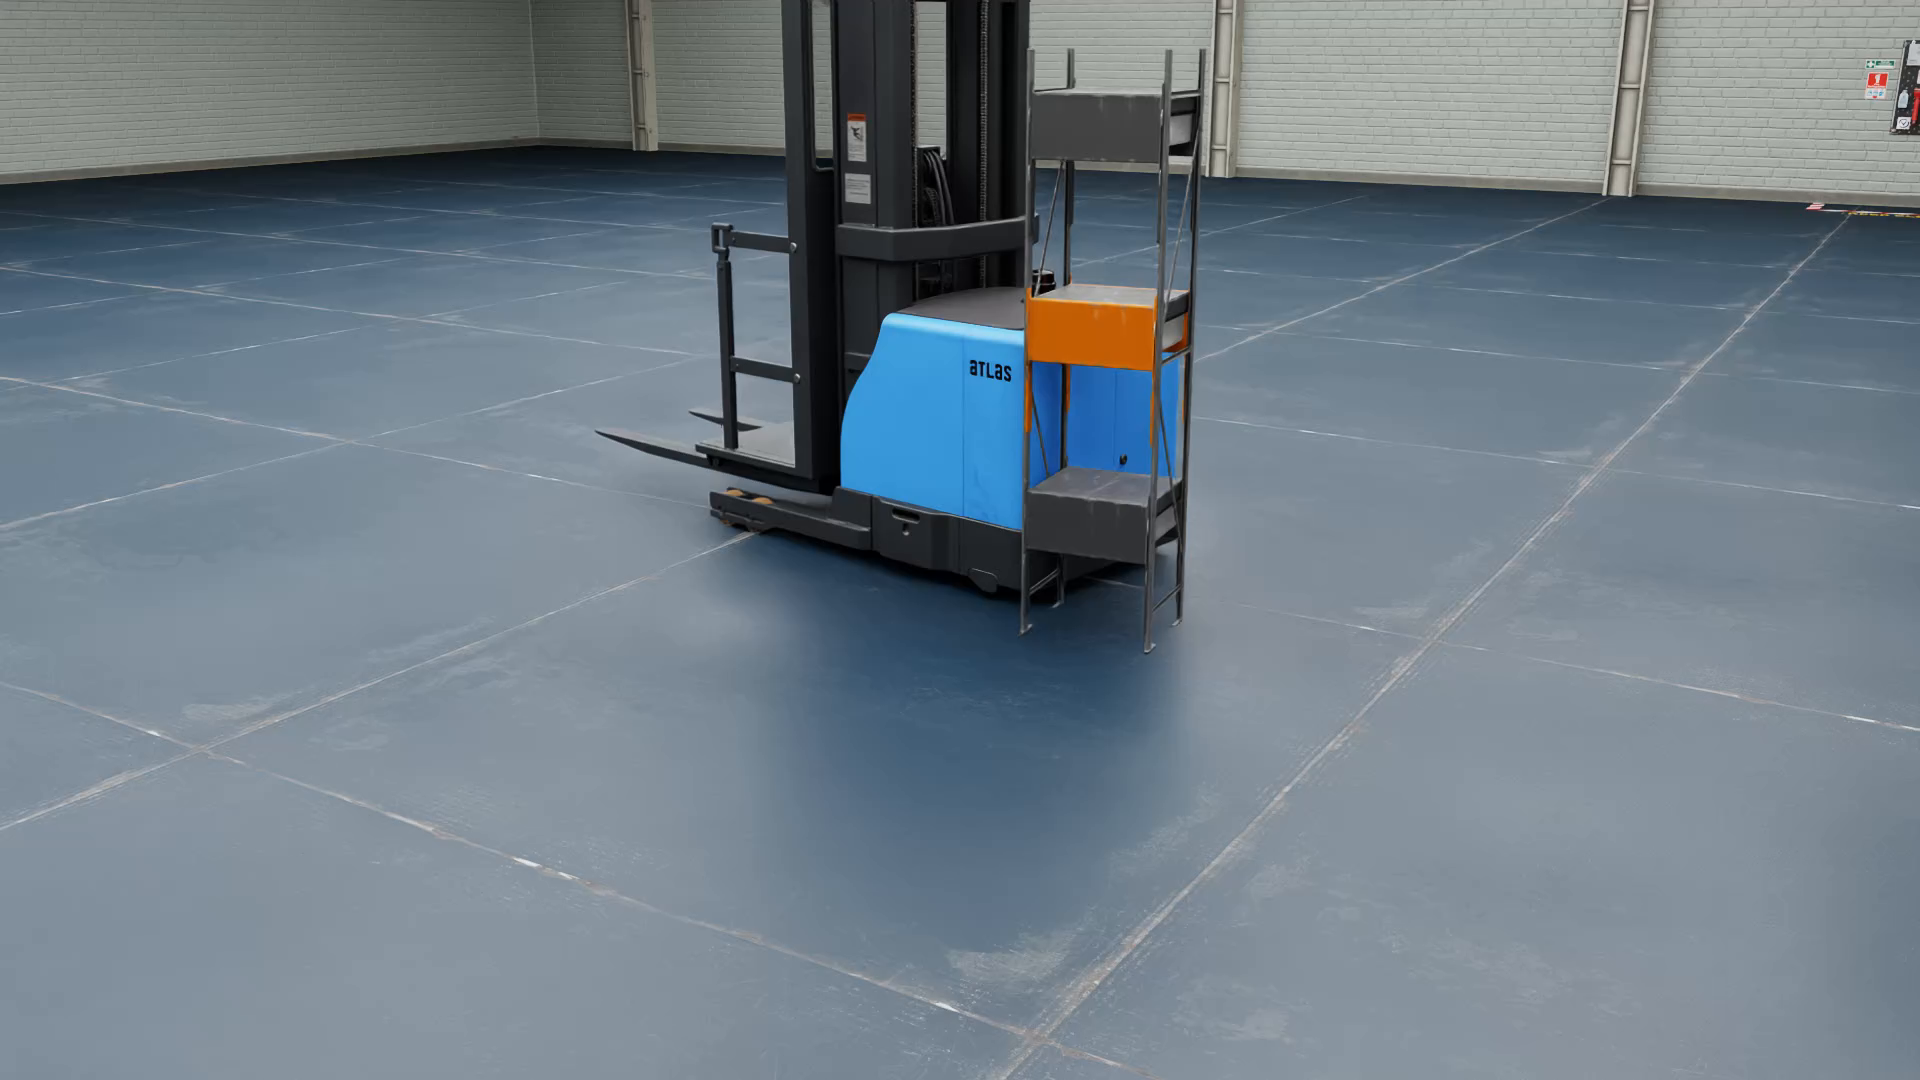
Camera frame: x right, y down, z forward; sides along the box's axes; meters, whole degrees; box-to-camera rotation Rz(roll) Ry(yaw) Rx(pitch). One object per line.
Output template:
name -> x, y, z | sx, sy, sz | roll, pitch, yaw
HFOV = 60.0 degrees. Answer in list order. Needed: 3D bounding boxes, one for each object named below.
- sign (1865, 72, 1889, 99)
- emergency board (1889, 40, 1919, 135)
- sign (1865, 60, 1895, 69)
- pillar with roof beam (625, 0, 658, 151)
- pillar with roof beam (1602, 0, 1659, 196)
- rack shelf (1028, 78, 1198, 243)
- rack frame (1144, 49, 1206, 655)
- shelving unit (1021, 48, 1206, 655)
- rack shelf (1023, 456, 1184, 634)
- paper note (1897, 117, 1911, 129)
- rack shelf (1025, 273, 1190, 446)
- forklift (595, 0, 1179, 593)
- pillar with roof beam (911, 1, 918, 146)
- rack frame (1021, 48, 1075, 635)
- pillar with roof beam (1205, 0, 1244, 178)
sign -> 11.845, -5.871, 21.486 | 0.234, 0.329, 0.001 | 10, 20, 30
emergency board -> 12.264, -5.750, 21.150 | 0.626, 1.169, 0.157 | 10, 20, 30
sign -> 11.844, -6.122, 21.400 | 0.331, 0.109, 0.001 | 10, 20, 30
pillar with roof beam -> -8.356, -10.814, 27.498 | 0.400, 9.000, 9.100 | 10, 20, 30
pillar with roof beam -> 6.982, -8.076, 18.484 | 0.400, 9.000, 9.100 | 10, 20, 30
rack shelf -> 0.539, -1.330, 5.787 | 0.480, 0.518, 0.431 | 8, 19, 24
rack frame -> 0.760, -0.643, 5.886 | 0.015, 2.100, 0.400 | 8, 19, 24
shelving unit -> 0.539, -0.674, 5.986 | 0.503, 2.100, 0.431 | 8, 19, 24
rack shelf -> 0.539, 0.009, 6.194 | 0.480, 0.518, 0.431 | 8, 19, 24
paper note -> 12.147, -5.367, 21.403 | 0.142, 0.148, 0.016 | 10, 20, 30
rack shelf -> 0.539, -0.661, 5.990 | 0.480, 0.518, 0.431 | 8, 19, 24
forklift -> -0.505, -1.529, 7.371 | 3.031, 2.935, 1.130 | 14, 22, 39
pillar with roof beam -> -3.243, -9.901, 24.493 | 0.400, 9.000, 9.100 | 10, 20, 30
rack frame -> 0.319, -0.704, 6.086 | 0.015, 2.100, 0.400 | 8, 19, 24
pillar with roof beam -> 1.869, -8.988, 21.489 | 0.400, 9.000, 9.100 | 10, 20, 30
